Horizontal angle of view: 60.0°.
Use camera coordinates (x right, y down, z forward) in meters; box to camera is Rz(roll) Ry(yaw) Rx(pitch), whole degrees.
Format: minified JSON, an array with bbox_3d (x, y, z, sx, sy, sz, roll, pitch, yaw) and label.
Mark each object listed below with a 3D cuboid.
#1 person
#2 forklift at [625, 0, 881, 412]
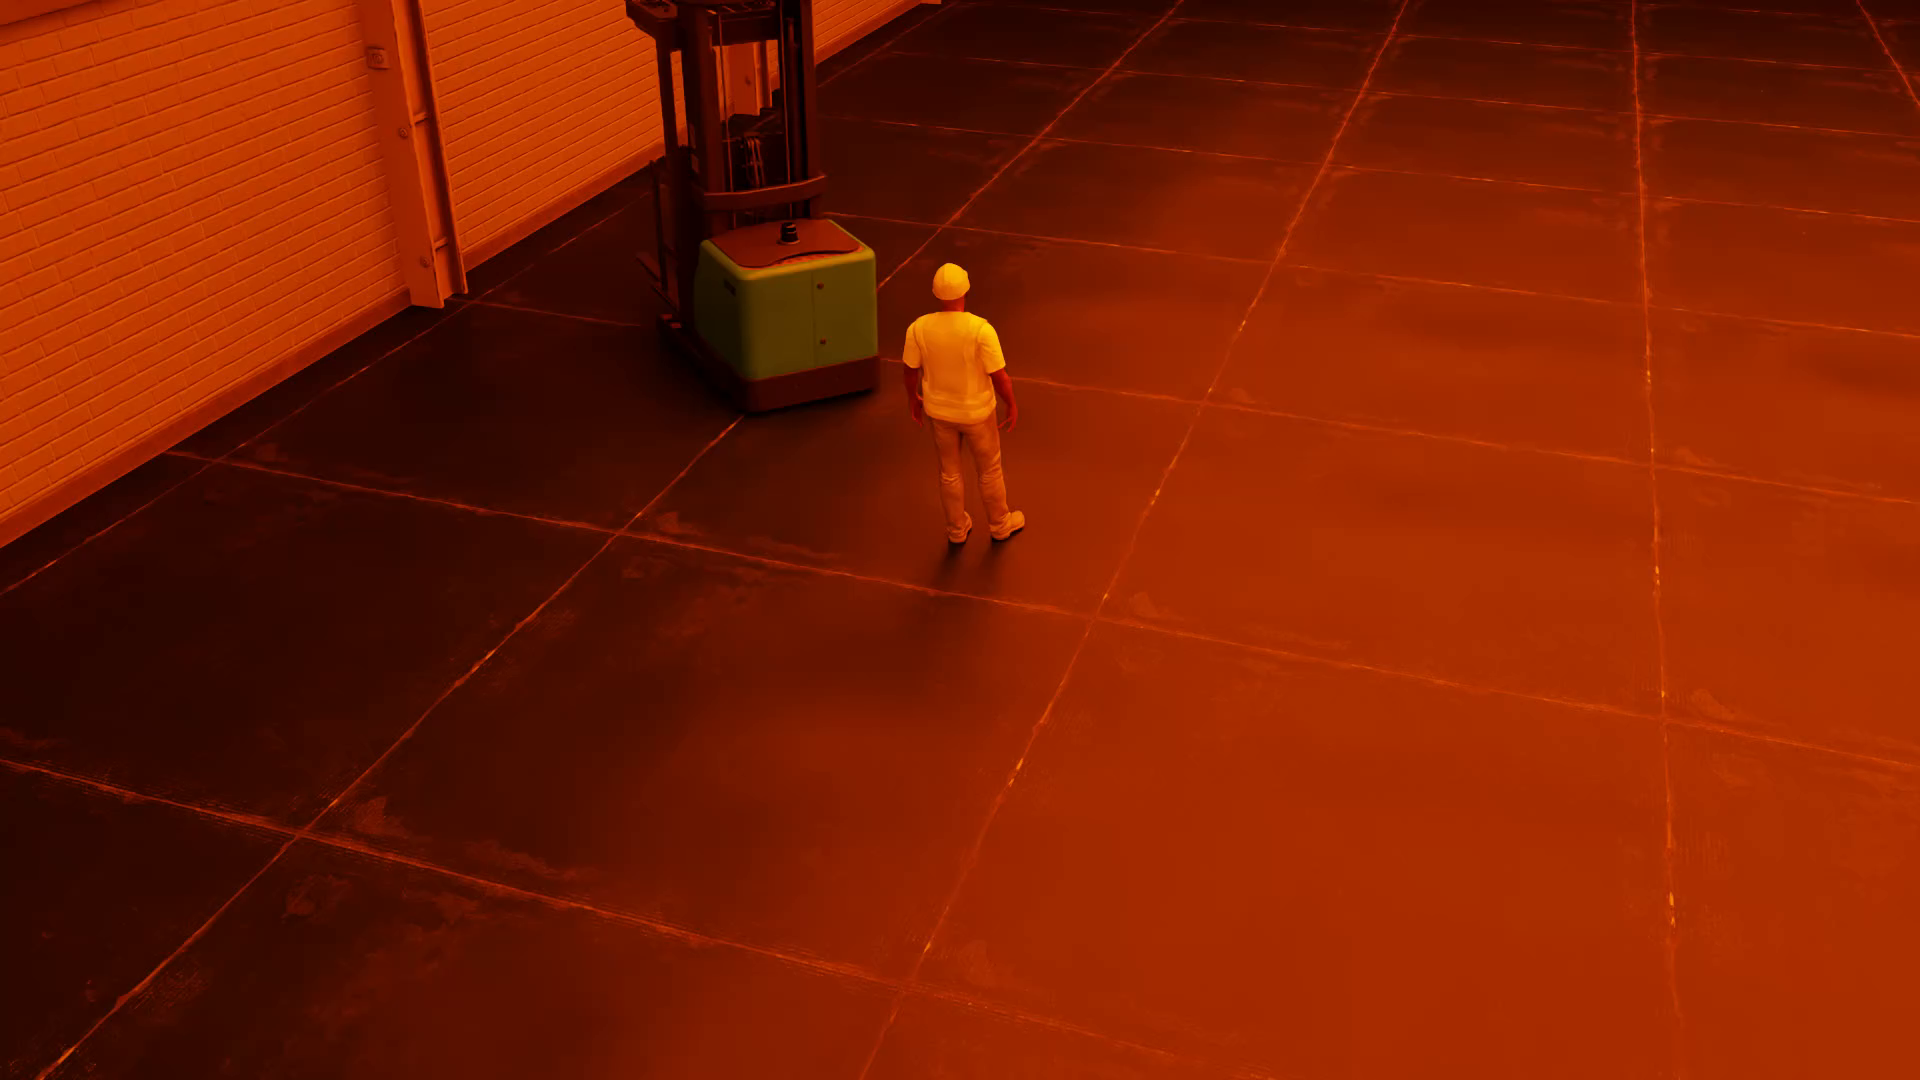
[{"bbox_3d":[0.027,-0.805,9.712,0.666,1.768,0.575,10,31,16],"label":"person"},{"bbox_3d":[-1.692,-2.863,12.158,1.130,2.935,3.031,-14,33,-24],"label":"forklift"}]
